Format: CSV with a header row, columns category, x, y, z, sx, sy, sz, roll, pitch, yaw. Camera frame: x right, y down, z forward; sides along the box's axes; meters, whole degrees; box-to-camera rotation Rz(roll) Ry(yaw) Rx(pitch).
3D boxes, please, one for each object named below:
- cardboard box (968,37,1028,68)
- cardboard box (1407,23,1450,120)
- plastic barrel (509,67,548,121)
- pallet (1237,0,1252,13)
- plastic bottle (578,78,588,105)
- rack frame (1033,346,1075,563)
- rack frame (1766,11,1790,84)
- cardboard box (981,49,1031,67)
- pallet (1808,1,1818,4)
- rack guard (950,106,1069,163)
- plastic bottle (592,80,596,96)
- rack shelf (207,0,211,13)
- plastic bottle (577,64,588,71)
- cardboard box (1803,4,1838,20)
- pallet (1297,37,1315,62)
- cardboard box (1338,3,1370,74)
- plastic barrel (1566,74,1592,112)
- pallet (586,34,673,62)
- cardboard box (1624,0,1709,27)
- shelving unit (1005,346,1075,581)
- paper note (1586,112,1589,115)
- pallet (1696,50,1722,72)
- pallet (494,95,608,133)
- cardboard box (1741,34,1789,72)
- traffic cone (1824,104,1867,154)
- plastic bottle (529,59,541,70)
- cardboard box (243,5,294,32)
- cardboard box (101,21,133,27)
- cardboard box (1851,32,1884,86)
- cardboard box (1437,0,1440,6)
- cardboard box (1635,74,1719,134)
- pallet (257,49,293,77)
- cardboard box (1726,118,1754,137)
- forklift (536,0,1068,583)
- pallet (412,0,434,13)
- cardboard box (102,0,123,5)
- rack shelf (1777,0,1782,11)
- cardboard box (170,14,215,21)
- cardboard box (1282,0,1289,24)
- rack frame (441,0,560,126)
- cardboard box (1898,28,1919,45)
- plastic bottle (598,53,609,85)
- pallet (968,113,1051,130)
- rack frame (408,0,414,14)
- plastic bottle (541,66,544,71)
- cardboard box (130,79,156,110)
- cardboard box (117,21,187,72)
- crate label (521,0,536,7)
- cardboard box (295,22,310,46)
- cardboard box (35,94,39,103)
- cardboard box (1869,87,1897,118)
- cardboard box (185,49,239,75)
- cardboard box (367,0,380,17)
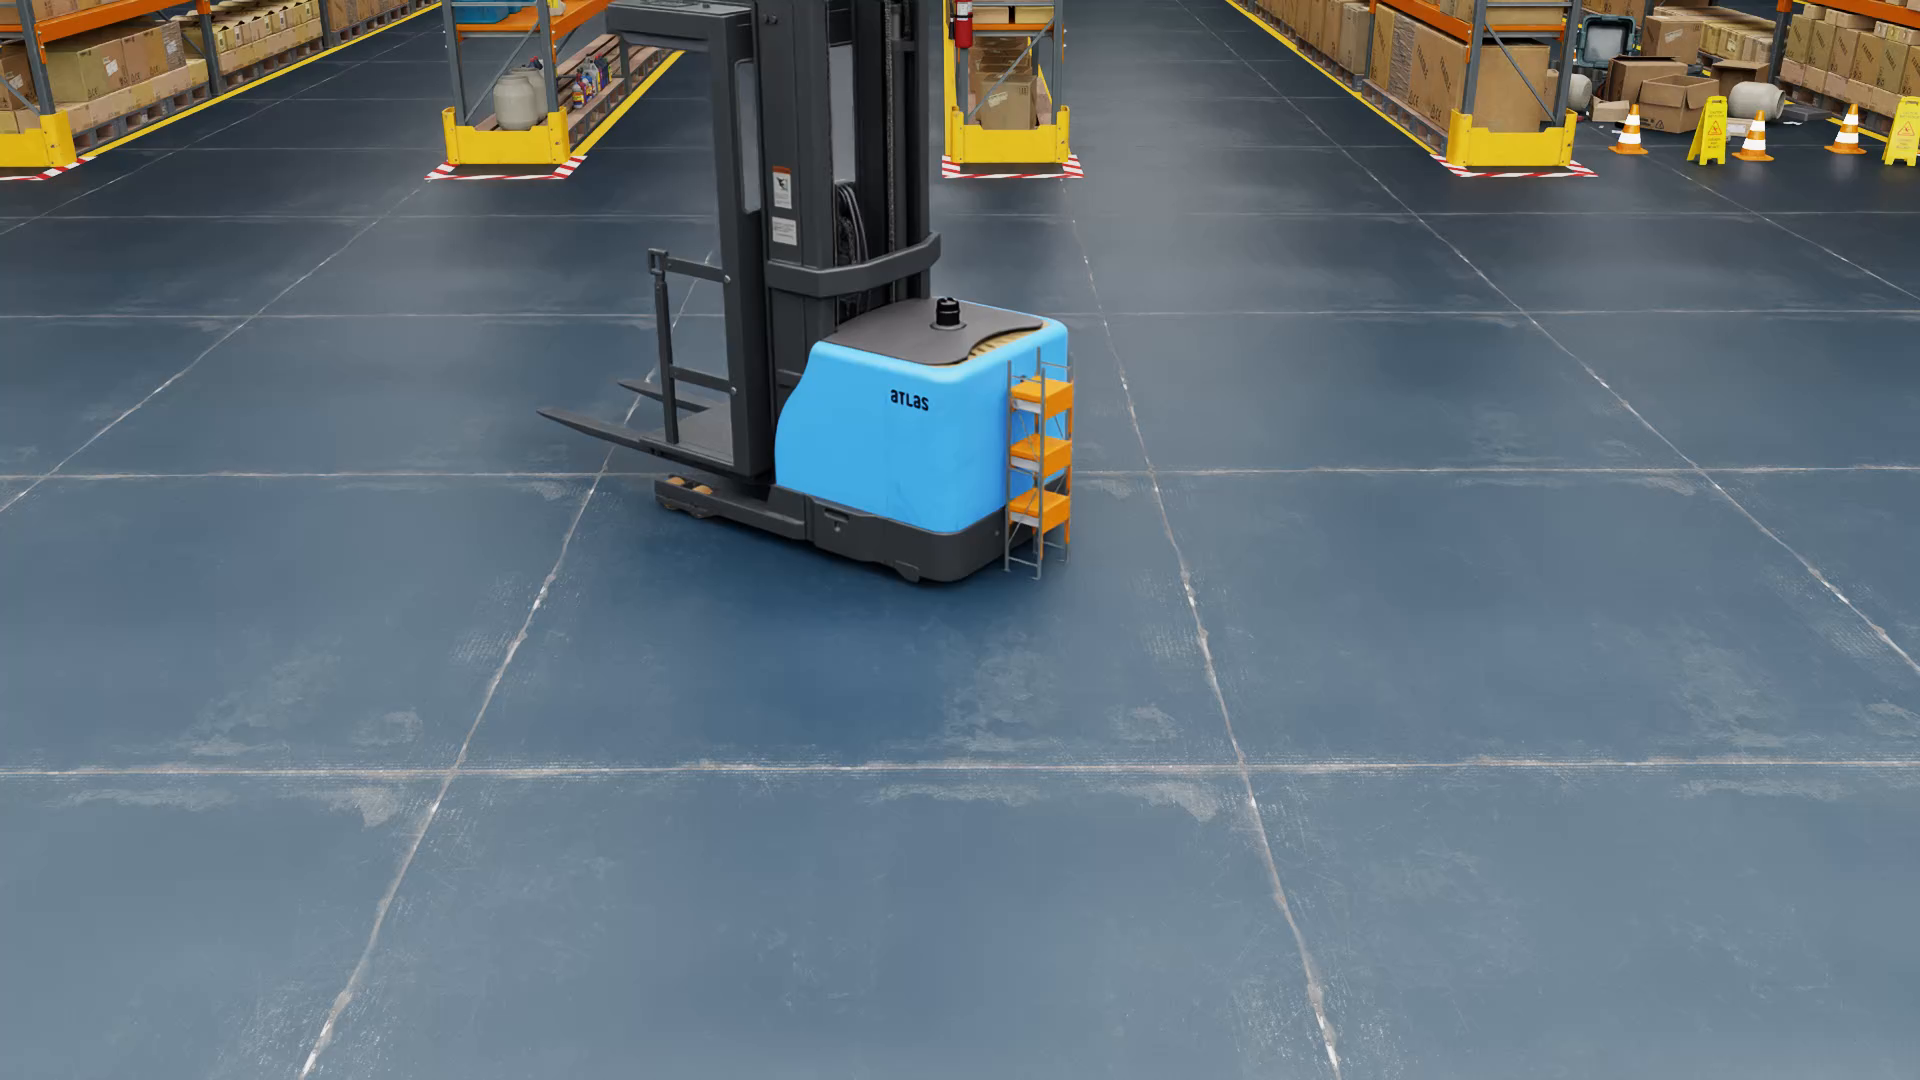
category,x,y,z,sx,sy,sz,roll,pitch,yaw
cardboard box,0.464,-6.122,20.645,0.700,0.500,0.500,-2,24,-5
cardboard box,5.369,-5.004,17.743,0.875,0.875,0.875,-1,24,-1
plastic barrel,-4.549,-4.672,17.449,0.421,0.512,0.421,0,24,0
pallet,5.280,-9.090,28.093,1.003,0.211,1.213,0,24,-1
plastic bottle,-4.152,-4.941,18.297,0.061,0.283,0.133,0,24,0
rack frame,0.439,-0.392,7.842,0.200,1.050,0.008,16,29,32
rack frame,10.359,-6.852,19.759,1.000,3.000,0.127,0,24,-1
cardboard box,0.513,-5.203,18.638,0.500,0.500,0.500,-2,24,-5
pallet,15.228,-9.184,28.301,1.003,0.211,1.213,0,24,-1
rack guard,0.492,-4.051,16.600,1.175,0.500,0.348,0,24,-1
plastic bottle,-4.176,-5.118,18.789,0.097,0.201,0.097,0,24,0
rack shelf,-9.478,-7.260,21.536,1.077,0.370,4.000,0,24,-1
plastic bottle,-4.354,-5.390,19.299,0.152,0.276,0.135,0,24,-1
cardboard box,10.037,-6.131,19.296,0.380,0.149,0.250,0,24,0
pallet,5.300,-6.840,23.118,1.003,0.211,1.213,0,24,-1
cardboard box,5.313,-6.209,20.559,1.050,0.750,0.750,0,24,-1
plastic barrel,6.956,-5.153,19.130,0.512,0.421,0.421,19,30,35
pallet,-4.577,-6.843,23.124,1.003,0.211,1.213,0,24,-1
cardboard box,10.391,-8.008,24.385,0.875,0.875,0.875,0,24,-1
shelving unit,0.368,-0.351,7.752,0.215,1.050,0.252,16,29,32
paper note,7.255,-4.880,19.012,0.172,0.023,0.155,8,26,18
pallet,10.333,-6.406,22.157,1.003,0.211,1.213,0,24,-1
pallet,-4.521,-4.733,18.459,1.003,0.211,1.213,0,24,-1
cardboard box,10.351,-6.062,20.692,0.950,0.372,0.625,0,24,0
traffic cone,9.108,-4.219,17.016,0.336,0.463,0.334,0,24,-1
plastic bottle,-4.907,-5.366,19.155,0.144,0.351,0.185,-1,24,-3
cardboard box,-9.233,-6.969,22.166,0.500,0.311,0.500,0,24,-1
cardboard box,-9.751,-5.646,19.010,0.500,0.500,0.500,0,24,-1
cardboard box,10.125,-5.235,18.103,0.500,0.500,0.500,-1,24,-2
cardboard box,5.496,-5.818,17.292,0.875,0.550,0.550,0,24,-1
cardboard box,7.852,-4.778,18.204,0.797,0.503,0.637,-19,31,-36
pallet,-9.520,-6.301,21.925,1.003,0.211,1.213,0,24,-1
cardboard box,8.368,-4.435,17.876,0.380,0.149,0.250,13,27,27
forklift,-0.958,-1.602,8.236,3.031,2.935,1.130,17,29,32
pallet,-9.550,-9.073,28.055,1.003,0.211,1.213,0,24,-1
cardboard box,-9.425,-5.992,17.736,0.700,0.500,0.500,0,24,1
rack shelf,10.337,-7.348,21.729,1.077,0.370,4.000,0,24,-1
cardboard box,-9.762,-6.544,21.225,0.500,0.311,0.500,0,24,-1
cardboard box,5.096,-7.972,24.761,0.500,0.500,0.500,1,24,2
rack frame,-4.460,-5.136,15.967,1.000,3.000,0.127,0,24,-1
cardboard box,10.062,-5.259,17.368,0.380,0.149,0.250,0,24,1
plastic bottle,-4.208,-5.514,19.483,0.144,0.351,0.185,-1,24,-2
pallet,0.519,-4.254,17.401,1.003,0.211,1.213,0,24,-1
rack frame,-9.544,-10.060,26.854,1.000,3.000,0.127,0,24,-1
plastic bottle,-4.787,-5.348,19.212,0.097,0.271,0.097,0,24,0
cardboard box,-9.211,-4.894,18.259,0.500,0.250,0.500,0,24,-1
cardboard box,-9.239,-5.648,19.015,0.500,0.500,0.500,0,24,-1
crate label,-4.750,-5.910,17.634,0.502,0.435,0.616,0,24,-1
cardboard box,-9.241,-6.923,22.743,0.500,0.250,0.500,-1,24,-1
cardboard box,-9.731,-4.480,17.342,0.500,0.250,0.500,0,24,-1
cardboard box,10.127,-4.687,17.801,0.500,0.250,0.500,0,24,0
cardboard box,-9.213,-5.870,20.415,0.500,0.250,0.500,-1,24,-2
cardboard box,-9.242,-8.300,25.461,0.500,0.500,0.500,-1,24,-2
